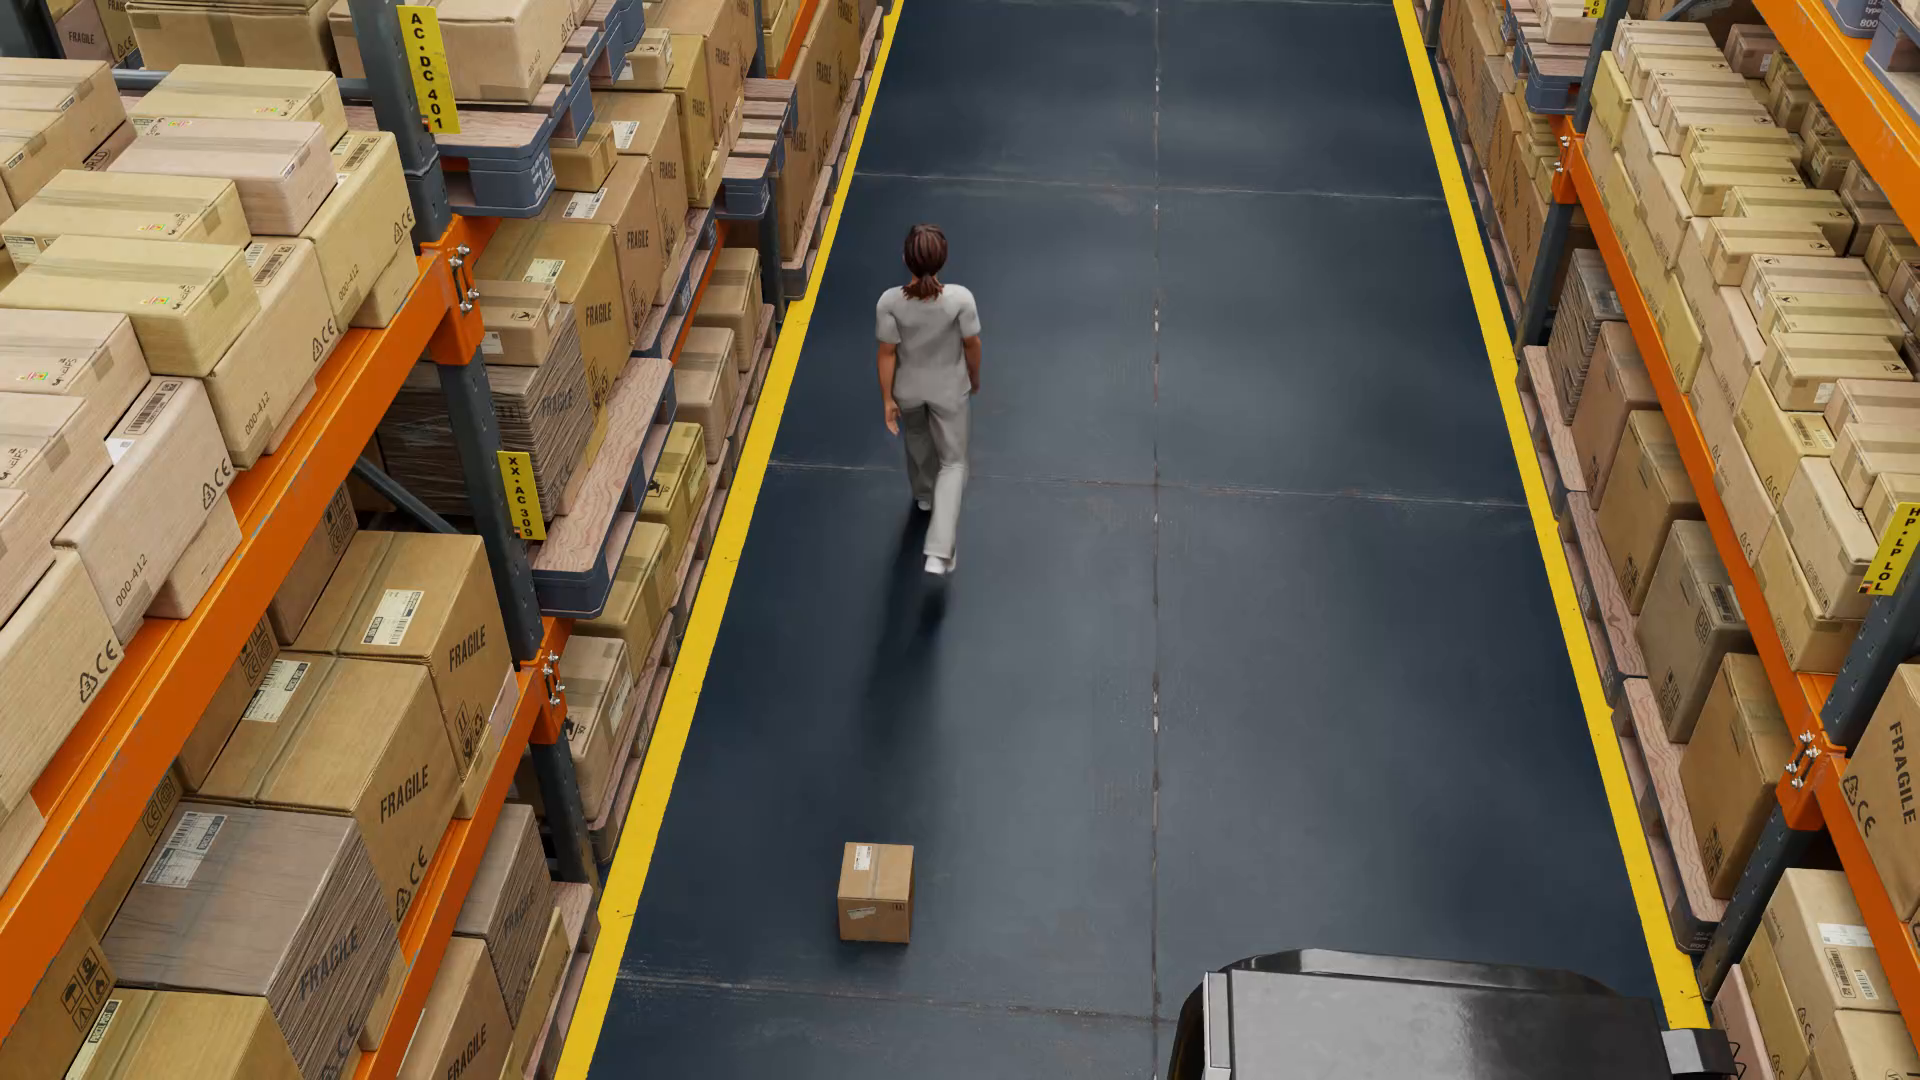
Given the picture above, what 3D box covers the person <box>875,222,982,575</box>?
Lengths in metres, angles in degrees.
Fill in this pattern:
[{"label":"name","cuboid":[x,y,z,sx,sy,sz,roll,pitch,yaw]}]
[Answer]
[{"label":"person","cuboid":[-0.134,-0.637,7.197,0.440,1.626,0.969,4,40,5]}]
